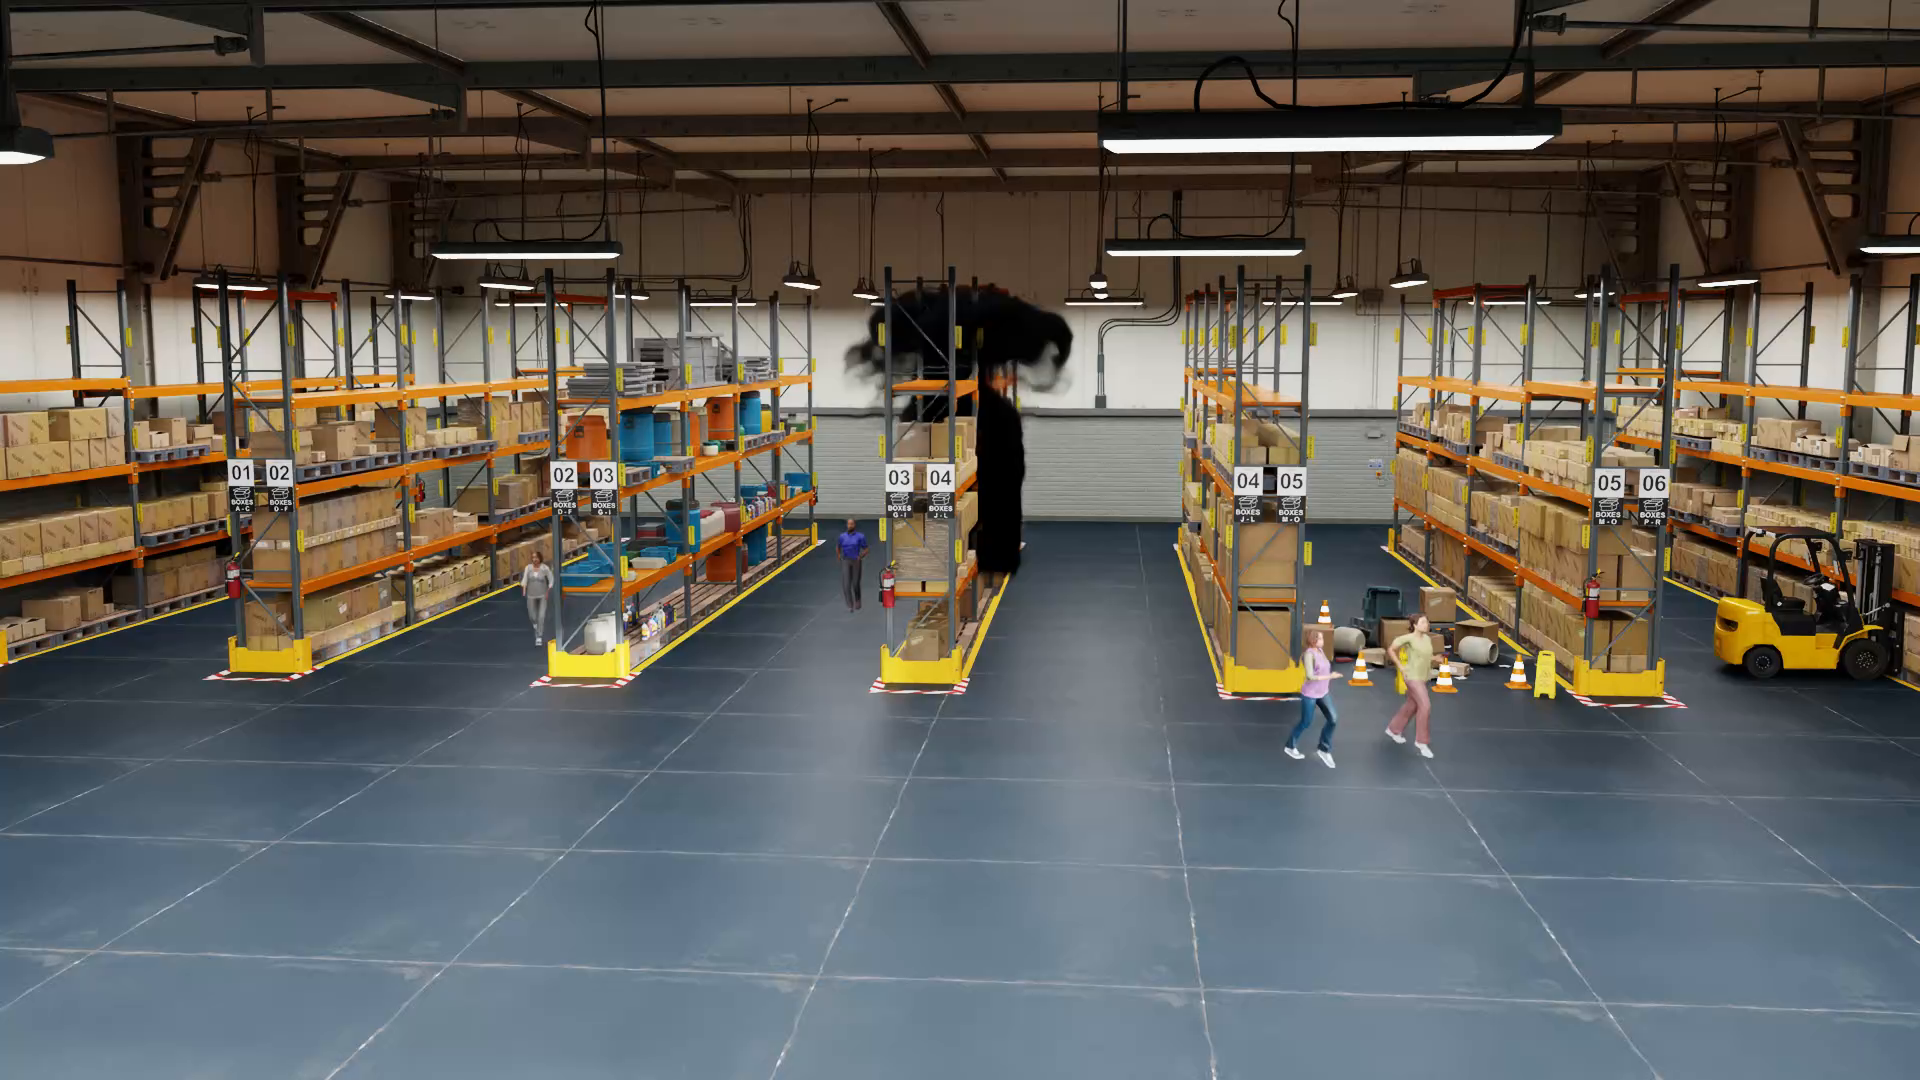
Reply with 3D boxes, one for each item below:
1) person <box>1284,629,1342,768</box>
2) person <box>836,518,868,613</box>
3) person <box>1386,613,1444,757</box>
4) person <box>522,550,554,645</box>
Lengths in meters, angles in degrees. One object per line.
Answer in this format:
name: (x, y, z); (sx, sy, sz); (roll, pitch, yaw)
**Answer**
person: (4.155, 1.846, 19.495); (0.708, 1.638, 0.504); (7, 10, 44)
person: (-1.878, 0.428, 28.711); (0.576, 1.616, 0.557); (1, 7, 6)
person: (5.510, 1.730, 20.204); (0.562, 1.729, 0.762); (-6, 9, -40)
person: (-6.924, 0.931, 27.316); (0.522, 1.554, 0.571); (-1, 7, -7)
